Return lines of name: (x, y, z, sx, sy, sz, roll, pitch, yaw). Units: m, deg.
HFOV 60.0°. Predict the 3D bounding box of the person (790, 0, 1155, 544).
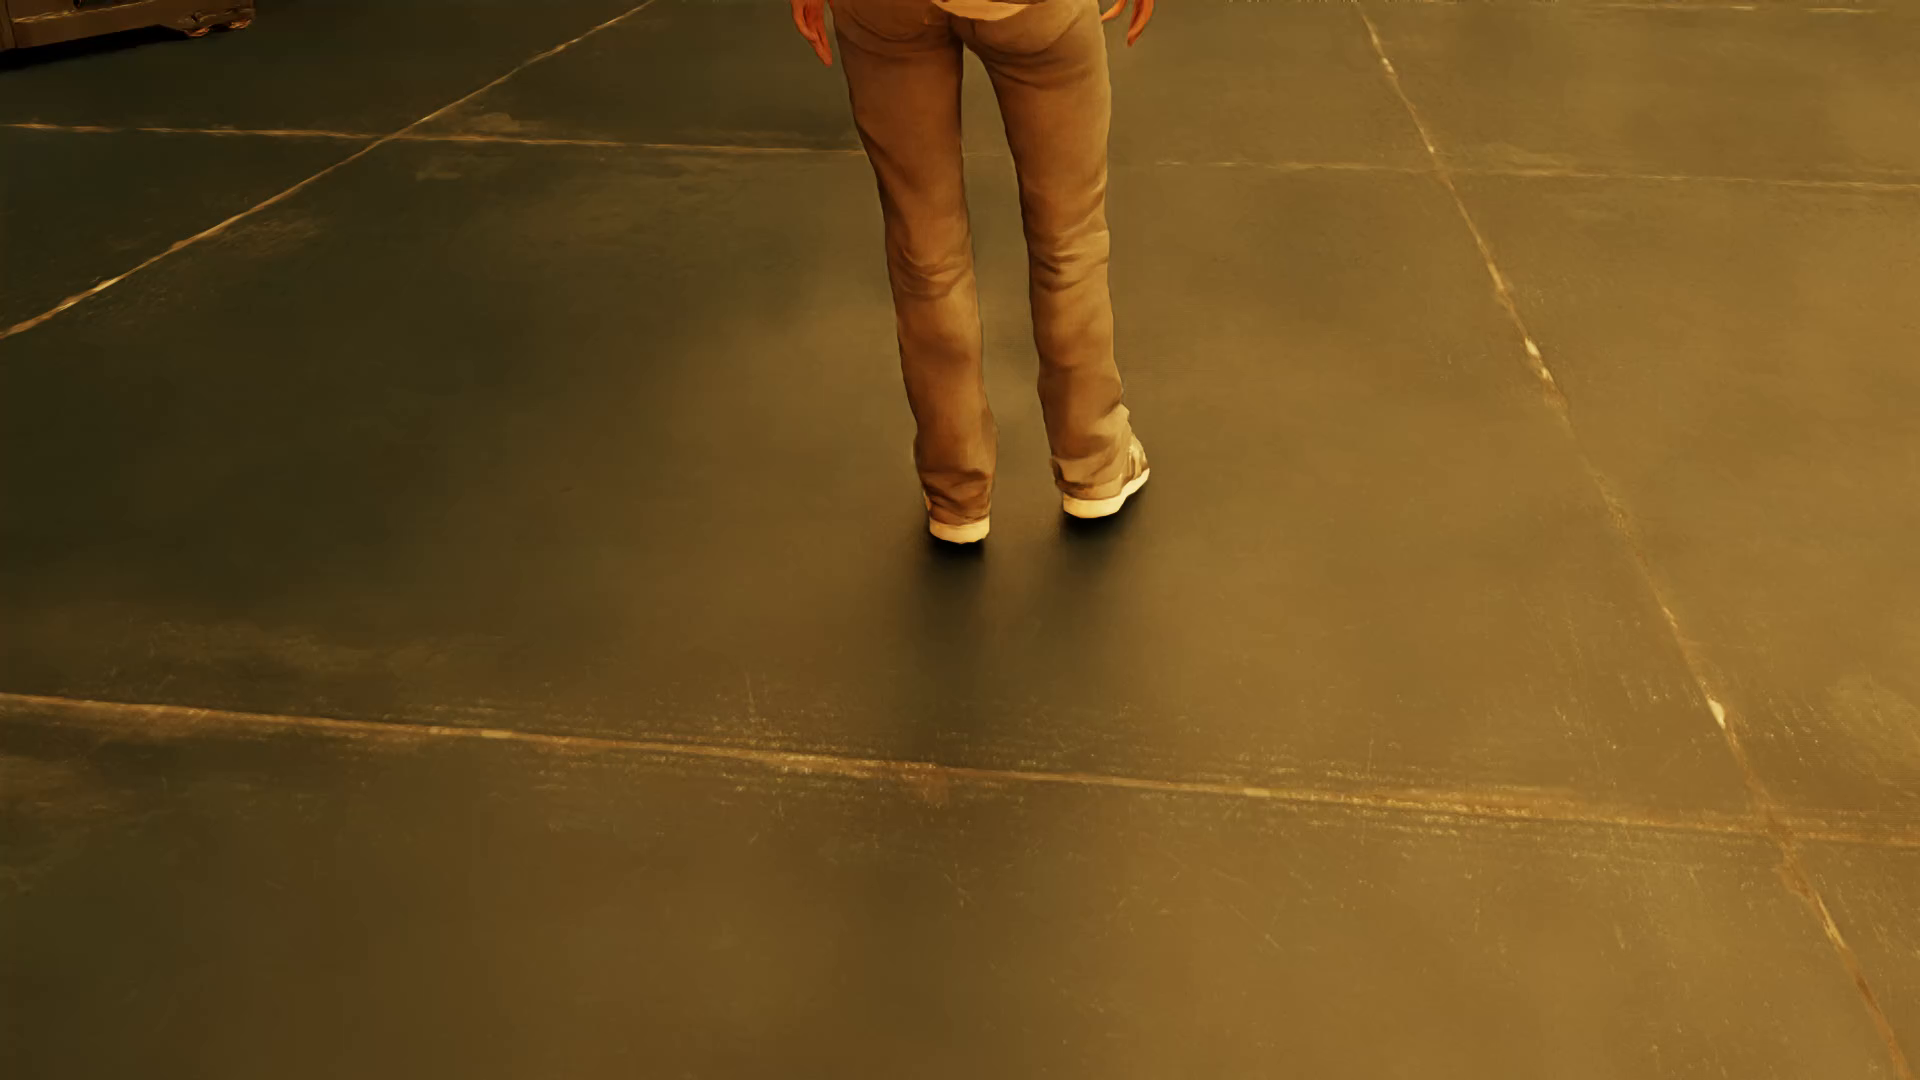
person: (0.024, -0.753, 2.205, 0.521, 1.597, 0.474, 3, 27, 7)
